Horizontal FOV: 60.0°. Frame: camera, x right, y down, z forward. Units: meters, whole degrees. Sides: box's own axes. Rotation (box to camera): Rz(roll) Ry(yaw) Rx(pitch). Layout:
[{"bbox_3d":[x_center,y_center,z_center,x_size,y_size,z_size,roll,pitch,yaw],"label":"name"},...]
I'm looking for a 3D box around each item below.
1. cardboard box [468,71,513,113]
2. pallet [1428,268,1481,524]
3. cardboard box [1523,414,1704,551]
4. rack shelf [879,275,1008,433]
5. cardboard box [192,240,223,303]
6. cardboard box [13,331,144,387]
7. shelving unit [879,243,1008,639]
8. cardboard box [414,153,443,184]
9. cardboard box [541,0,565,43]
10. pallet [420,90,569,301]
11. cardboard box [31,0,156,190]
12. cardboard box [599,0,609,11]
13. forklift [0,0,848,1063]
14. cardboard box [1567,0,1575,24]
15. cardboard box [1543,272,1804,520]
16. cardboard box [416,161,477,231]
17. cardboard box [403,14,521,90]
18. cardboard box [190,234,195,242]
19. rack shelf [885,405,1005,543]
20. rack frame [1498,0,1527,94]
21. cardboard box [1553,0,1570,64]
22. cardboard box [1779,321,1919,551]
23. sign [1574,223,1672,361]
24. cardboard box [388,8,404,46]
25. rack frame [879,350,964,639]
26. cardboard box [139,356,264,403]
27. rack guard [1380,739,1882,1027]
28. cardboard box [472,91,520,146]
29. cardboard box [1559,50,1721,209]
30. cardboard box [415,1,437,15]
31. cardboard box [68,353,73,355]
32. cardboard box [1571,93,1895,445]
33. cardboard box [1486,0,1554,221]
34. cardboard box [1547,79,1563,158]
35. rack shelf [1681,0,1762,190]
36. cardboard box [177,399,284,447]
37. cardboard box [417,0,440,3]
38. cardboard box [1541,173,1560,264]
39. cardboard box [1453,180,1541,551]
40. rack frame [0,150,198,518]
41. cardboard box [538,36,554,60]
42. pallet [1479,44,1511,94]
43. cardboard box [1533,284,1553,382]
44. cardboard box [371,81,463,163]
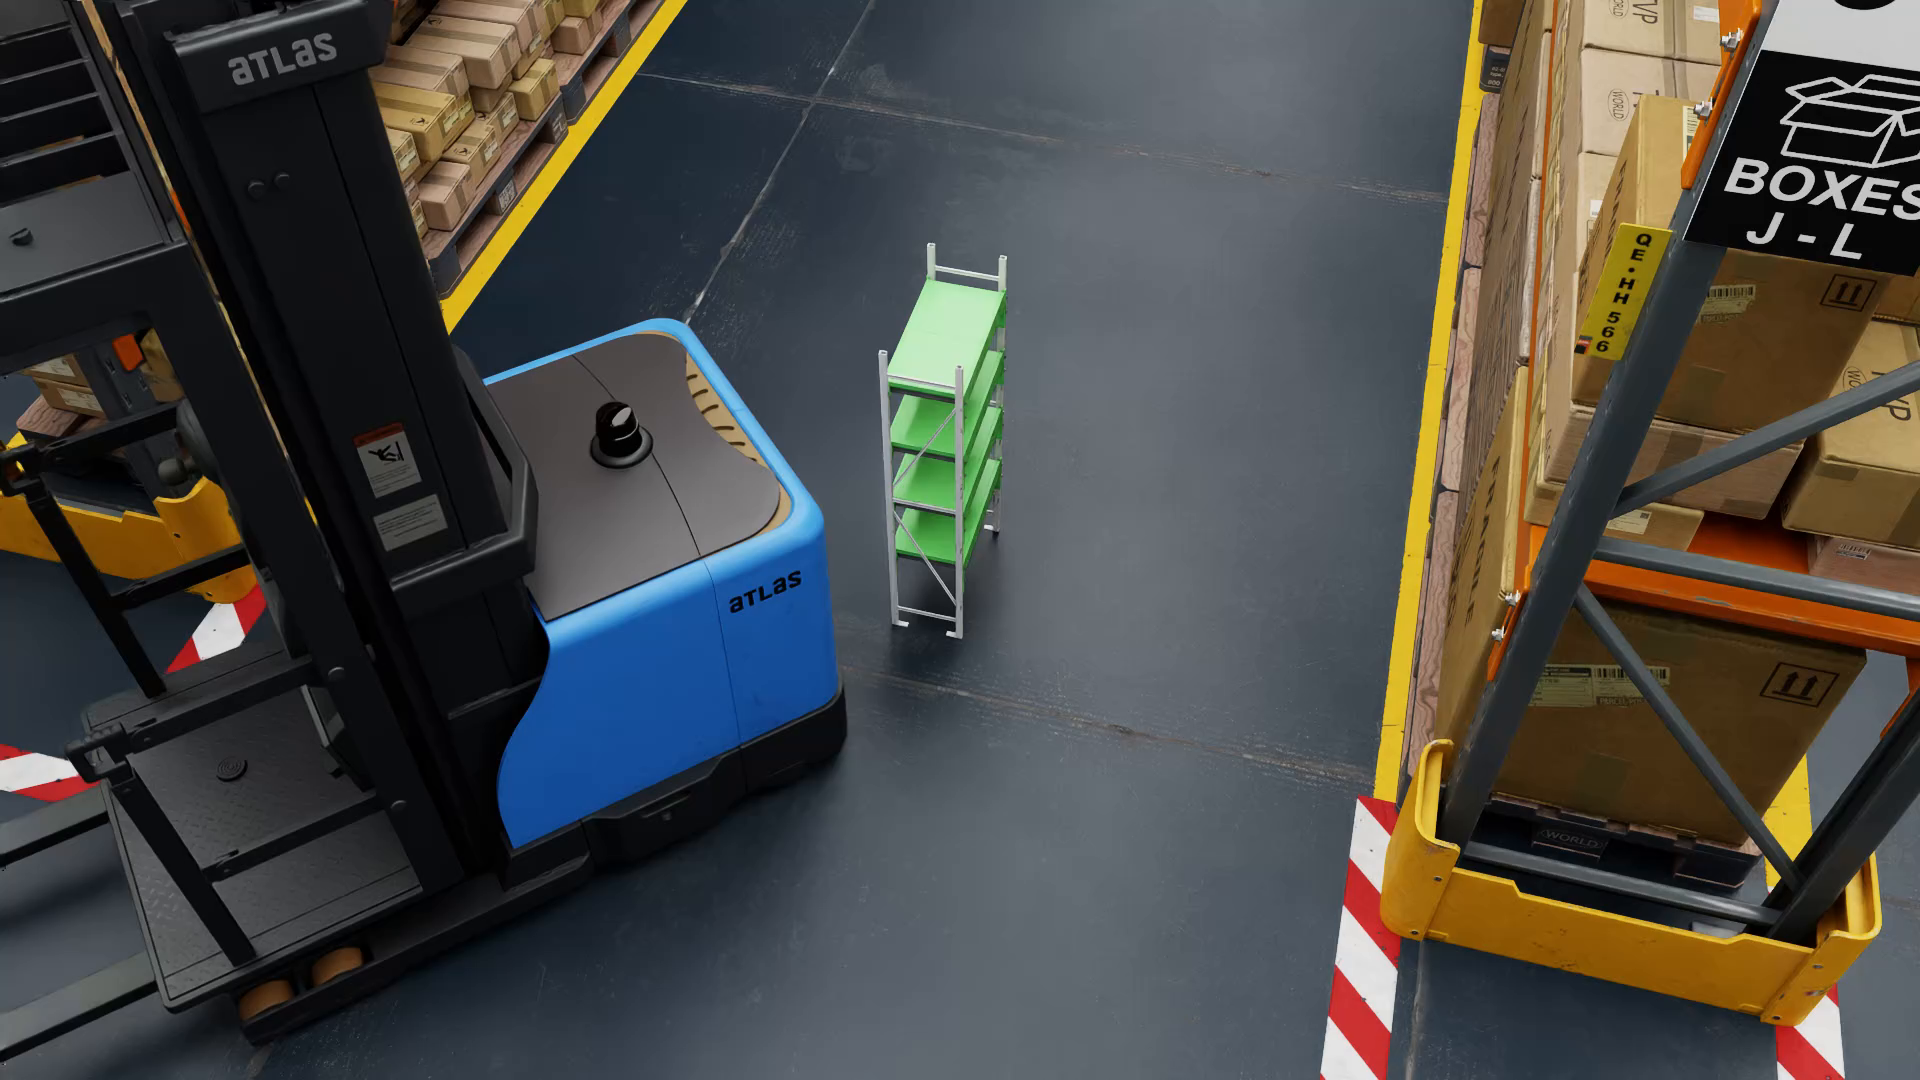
[{"bbox_3d":[-2.082,-1.913,6.861,0.380,0.149,0.250,9,49,8],"label":"cardboard box"},{"bbox_3d":[2.270,-0.451,6.007,1.003,0.211,1.213,12,50,10],"label":"pallet"},{"bbox_3d":[1.588,-0.139,4.040,0.380,0.149,0.250,12,50,11],"label":"cardboard box"},{"bbox_3d":[-0.044,-0.553,4.883,0.258,0.148,0.480,12,50,10],"label":"rack shelf"},{"bbox_3d":[-2.525,-0.879,5.750,0.380,0.149,0.250,12,50,11],"label":"cardboard box"},{"bbox_3d":[-3.083,-0.684,5.776,0.380,0.149,0.250,10,49,9],"label":"cardboard box"},{"bbox_3d":[-0.044,-0.277,5.194,0.258,1.200,0.503,12,50,10],"label":"shelving unit"},{"bbox_3d":[-2.274,-1.535,6.527,0.380,0.149,0.250,14,50,12],"label":"cardboard box"},{"bbox_3d":[-1.944,-2.291,7.194,0.380,0.149,0.250,12,50,10],"label":"cardboard box"},{"bbox_3d":[-2.356,-1.544,6.972,1.003,0.211,1.213,12,50,10],"label":"pallet"},{"bbox_3d":[-2.562,-1.354,4.679,0.500,0.500,0.500,14,50,12],"label":"cardboard box"},{"bbox_3d":[-1.818,-2.518,7.593,0.380,0.149,0.250,13,50,11],"label":"cardboard box"},{"bbox_3d":[-1.880,-0.070,3.856,3.031,2.935,1.130,-24,53,-20],"label":"forklift"},{"bbox_3d":[2.221,-1.819,5.257,0.500,0.250,0.500,13,50,11],"label":"cardboard box"},{"bbox_3d":[1.683,-0.352,3.961,0.500,0.250,0.500,11,49,9],"label":"cardboard box"},{"bbox_3d":[-2.154,-1.379,6.588,0.380,0.149,0.250,9,49,8],"label":"cardboard box"},{"bbox_3d":[-2.009,-1.971,6.713,0.380,0.149,0.250,10,49,9],"label":"cardboard box"},{"bbox_3d":[-2.948,-1.060,6.108,0.380,0.149,0.250,10,49,8],"label":"cardboard box"},{"bbox_3d":[-0.044,-0.235,5.242,0.258,0.148,0.480,12,50,10],"label":"rack shelf"},{"bbox_3d":[2.864,-2.793,6.215,1.000,3.000,0.127,12,50,10],"label":"rack frame"},{"bbox_3d":[2.125,-1.624,5.350,0.380,0.149,0.250,12,50,10],"label":"cardboard box"},{"bbox_3d":[2.198,-0.243,3.865,0.500,0.250,0.500,10,49,9],"label":"cardboard box"},{"bbox_3d":[1.292,-0.479,3.241,0.100,0.325,0.005,12,50,10],"label":"sign"},{"bbox_3d":[-2.518,-2.075,6.805,0.380,0.149,0.250,10,49,8],"label":"cardboard box"},{"bbox_3d":[-0.108,-0.101,5.039,0.240,1.200,0.015,12,50,10],"label":"rack frame"},{"bbox_3d":[-2.561,-0.574,5.679,0.380,0.149,0.250,13,50,12],"label":"cardboard box"},{"bbox_3d":[1.805,0.945,4.583,1.175,0.500,0.348,12,50,10],"label":"rack guard"},{"bbox_3d":[-2.074,-1.766,6.929,0.380,0.149,0.250,12,50,11],"label":"cardboard box"},{"bbox_3d":[1.951,-1.087,4.610,0.500,0.250,0.500,10,49,9],"label":"cardboard box"},{"bbox_3d":[-2.381,-2.361,7.256,0.380,0.149,0.250,9,49,8],"label":"cardboard box"},{"bbox_3d":[-3.052,-0.777,5.660,0.380,0.149,0.250,12,50,10],"label":"cardboard box"},{"bbox_3d":[1.686,-0.601,3.681,0.500,0.500,0.500,12,50,10],"label":"cardboard box"},{"bbox_3d":[2.614,-1.767,6.446,0.875,0.875,0.875,12,50,10],"label":"cardboard box"},{"bbox_3d":[1.990,-1.245,5.016,0.380,0.149,0.250,12,50,11],"label":"cardboard box"},{"bbox_3d":[2.338,-2.101,4.083,1.077,0.370,4.000,12,50,10],"label":"rack shelf"},{"bbox_3d":[-2.500,-0.463,5.780,0.380,0.149,0.250,12,50,11],"label":"cardboard box"},{"bbox_3d":[-2.380,-2.456,7.141,0.380,0.149,0.250,10,49,9],"label":"cardboard box"},{"bbox_3d":[1.855,-0.878,4.692,0.380,0.149,0.250,11,49,9],"label":"cardboard box"},{"bbox_3d":[2.142,-0.473,5.304,0.875,0.875,0.875,12,50,10],"label":"cardboard box"},{"bbox_3d":[-2.947,-0.952,4.589,1.000,3.000,0.127,12,50,10],"label":"rack frame"},{"bbox_3d":[-2.011,-2.148,7.266,0.380,0.149,0.250,10,49,9],"label":"cardboard box"},{"bbox_3d":[2.995,-2.443,7.766,1.003,0.211,1.213,12,50,10],"label":"pallet"},{"bbox_3d":[1.722,-0.510,4.367,0.380,0.149,0.250,12,50,10],"label":"cardboard box"},{"bbox_3d":[-2.154,-1.612,6.397,0.380,0.149,0.250,12,50,11],"label":"cardboard box"}]
